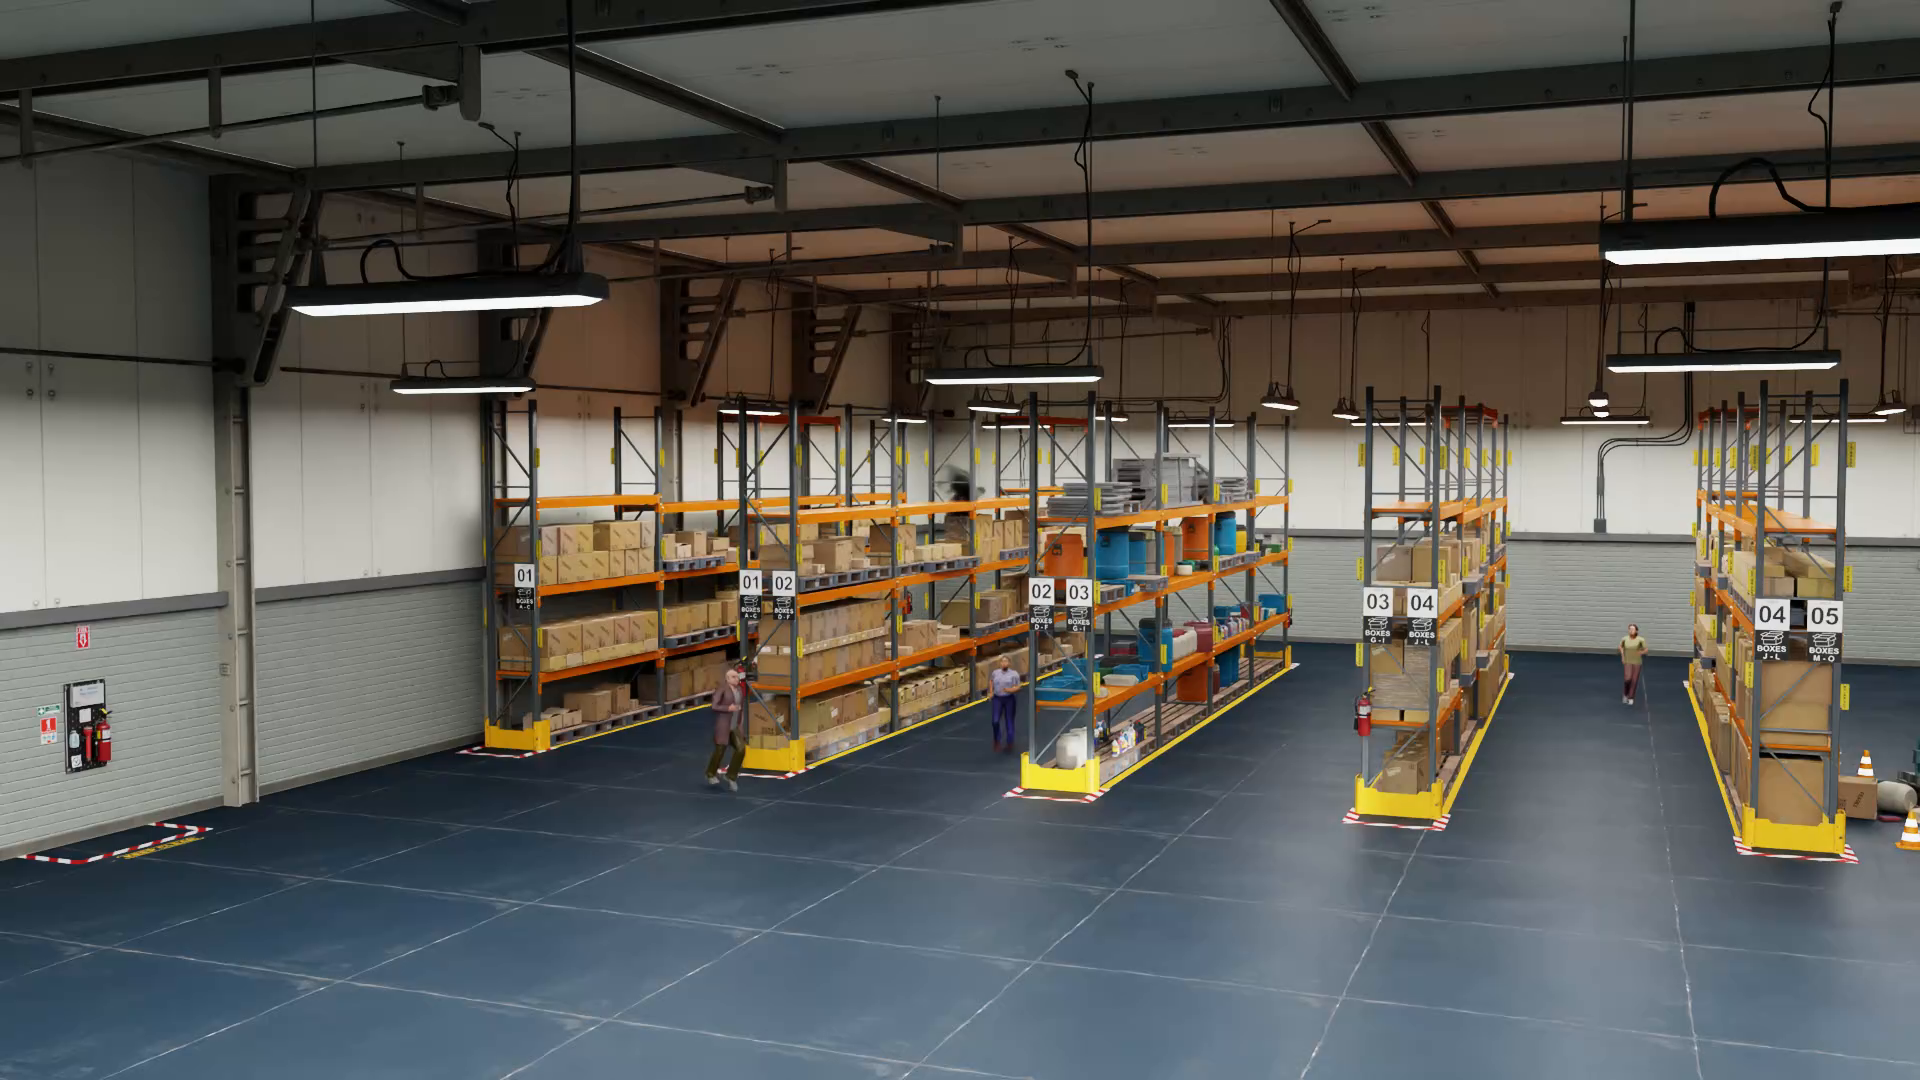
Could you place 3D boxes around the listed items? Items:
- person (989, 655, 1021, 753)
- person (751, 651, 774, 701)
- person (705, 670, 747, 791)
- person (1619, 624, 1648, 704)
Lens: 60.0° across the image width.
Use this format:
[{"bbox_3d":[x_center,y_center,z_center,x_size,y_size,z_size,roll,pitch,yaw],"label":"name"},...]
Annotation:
[{"bbox_3d":[0.746,2.802,28.302,0.577,1.639,0.682,0,3,10],"label":"person"},{"bbox_3d":[-3.541,2.613,30.652,0.673,1.812,0.700,1,3,18],"label":"person"},{"bbox_3d":[-3.483,2.895,25.212,0.707,1.829,0.789,-2,4,-41],"label":"person"},{"bbox_3d":[13.606,2.513,33.623,0.557,1.637,0.605,1,3,26],"label":"person"}]
